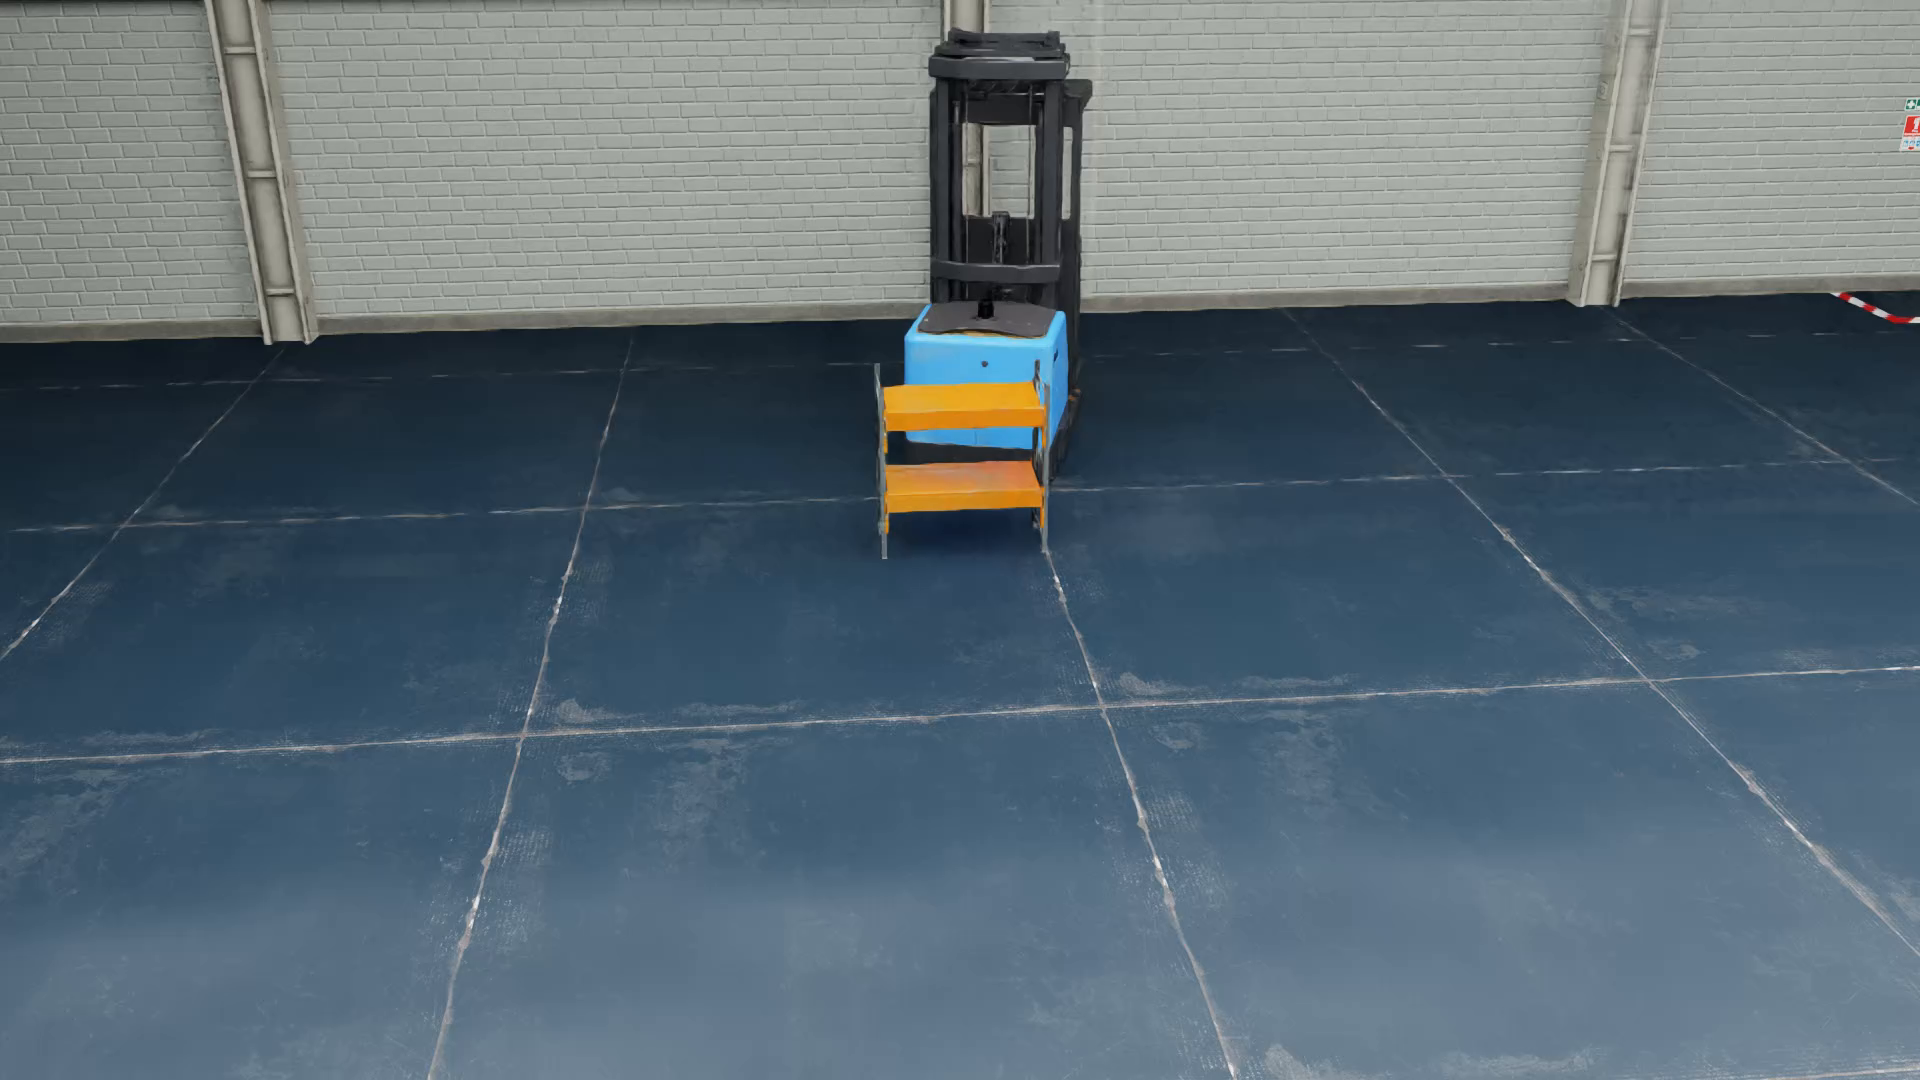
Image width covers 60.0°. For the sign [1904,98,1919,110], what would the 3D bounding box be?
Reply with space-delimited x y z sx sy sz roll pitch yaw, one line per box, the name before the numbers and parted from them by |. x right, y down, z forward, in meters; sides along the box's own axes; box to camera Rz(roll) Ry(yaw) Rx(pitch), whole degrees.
sign | 8.970 -4.062 15.500 0.331 0.109 0.001 -2 24 -5

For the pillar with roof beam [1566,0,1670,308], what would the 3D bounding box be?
pillar with roof beam | 6.441 -4.632 10.093 0.400 9.000 9.100 -2 24 -5

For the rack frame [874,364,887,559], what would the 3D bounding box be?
rack frame | -0.499 -0.494 10.476 0.032 1.125 0.500 -2 24 -5

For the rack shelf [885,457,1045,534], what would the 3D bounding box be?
rack shelf | 0.007 -0.291 10.621 1.000 0.278 0.538 -2 24 -5

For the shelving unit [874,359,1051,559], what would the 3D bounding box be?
shelving unit | 0.007 -0.514 10.522 1.048 1.125 0.538 -2 24 -5

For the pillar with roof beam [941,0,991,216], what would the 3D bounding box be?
pillar with roof beam | 0.470 -4.393 9.554 0.400 9.000 9.100 -2 24 -5

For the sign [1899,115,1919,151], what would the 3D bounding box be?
sign | 8.965 -3.823 15.615 0.234 0.329 0.001 -2 24 -5

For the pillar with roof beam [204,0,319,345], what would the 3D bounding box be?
pillar with roof beam | -5.501 -4.153 9.015 0.400 9.000 9.100 -2 24 -5

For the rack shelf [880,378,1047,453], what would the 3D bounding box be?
rack shelf | 0.007 -0.782 10.403 1.000 0.278 0.538 -2 24 -5

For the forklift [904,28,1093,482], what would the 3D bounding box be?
forklift | 0.368 -2.305 12.327 1.130 2.935 3.031 4 24 9

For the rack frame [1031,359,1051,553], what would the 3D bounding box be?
rack frame | 0.513 -0.535 10.568 0.032 1.125 0.500 -2 24 -5
